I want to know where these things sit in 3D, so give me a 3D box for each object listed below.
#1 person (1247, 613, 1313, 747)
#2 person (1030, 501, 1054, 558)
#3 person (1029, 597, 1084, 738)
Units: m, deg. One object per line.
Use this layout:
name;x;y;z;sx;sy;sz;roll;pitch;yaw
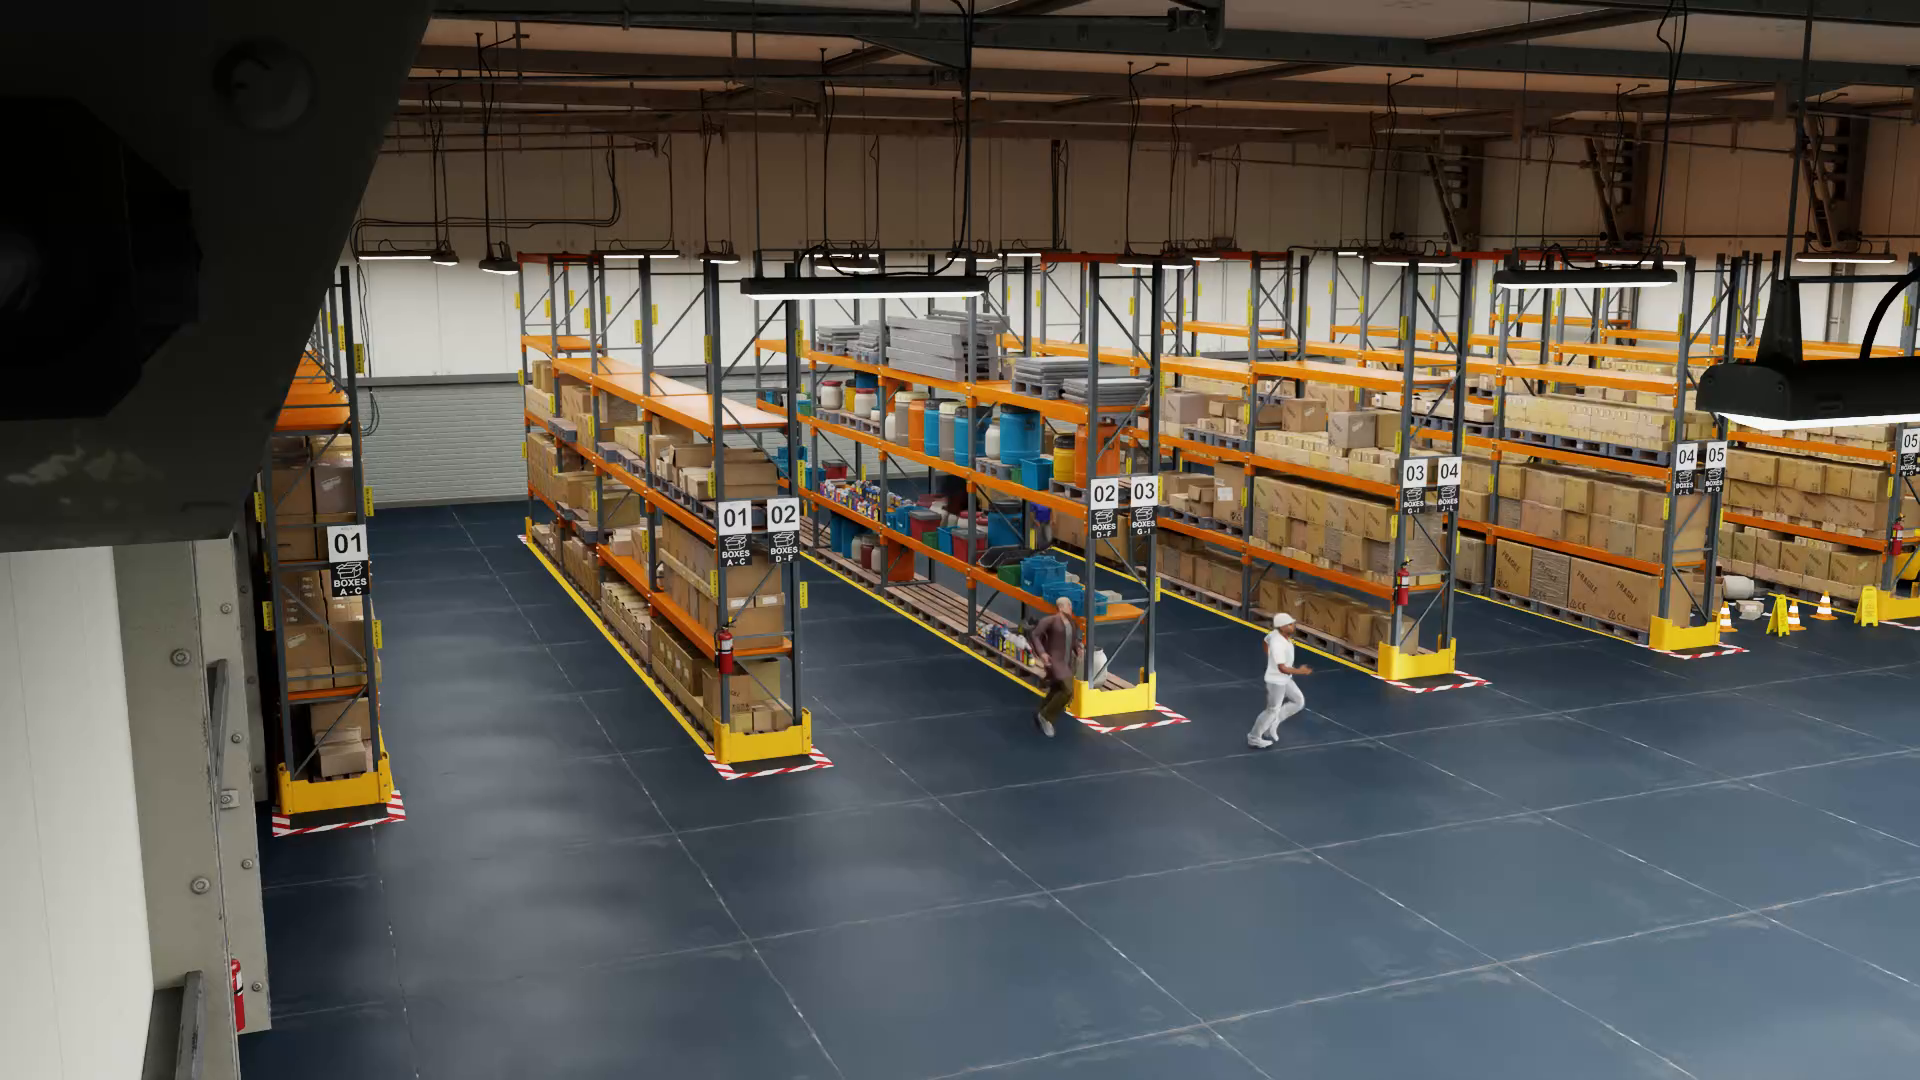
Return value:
person;4.000;1.730;20.696;0.783;1.710;0.719;3;11;17
person;1.577;-0.287;31.923;0.564;1.537;0.675;-5;11;-25
person;1.289;1.616;21.415;0.678;1.767;0.717;7;13;35
